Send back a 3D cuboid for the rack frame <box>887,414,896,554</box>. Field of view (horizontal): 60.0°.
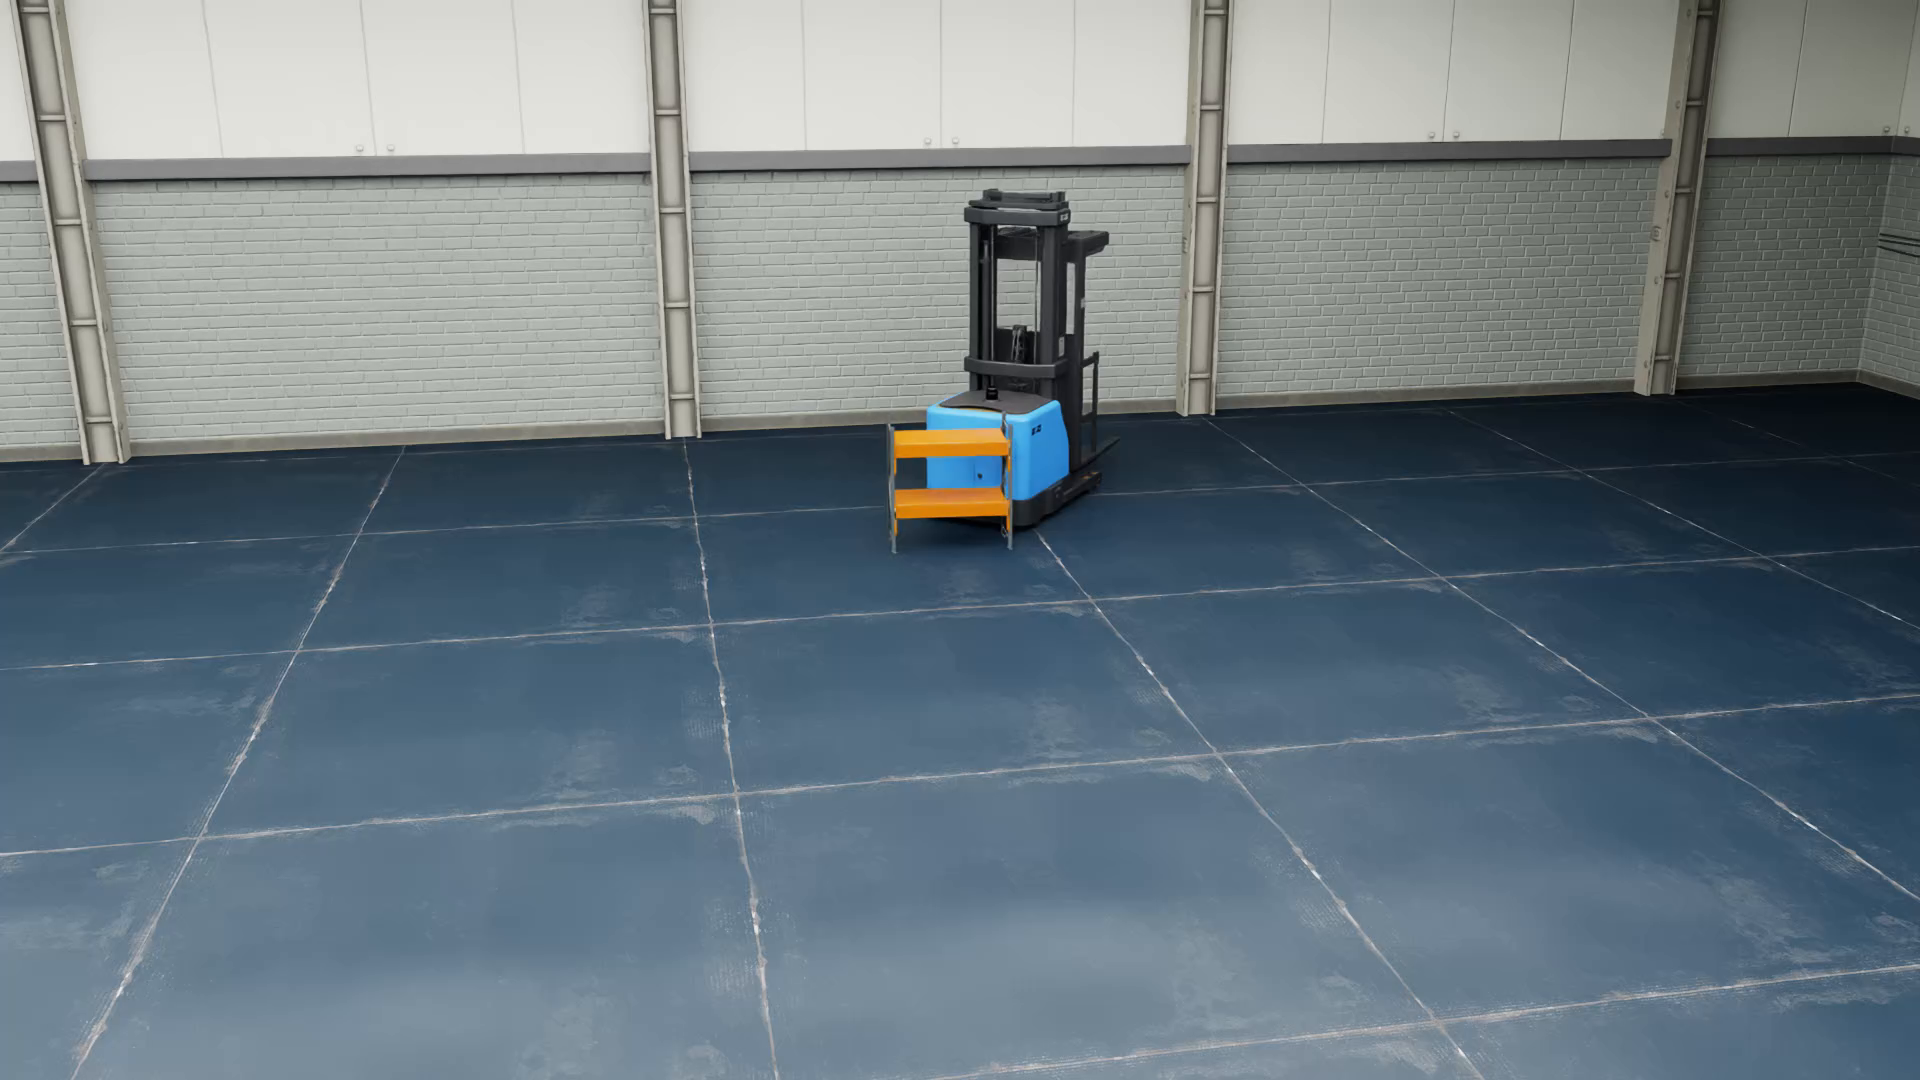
[{"bbox_3d":[-0.599,-0.489,14.489,0.032,1.125,0.500,-2,17,-6],"label":"rack frame"}]

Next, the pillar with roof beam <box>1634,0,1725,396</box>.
[{"bbox_3d":[9.498,-4.905,15.455,0.400,9.000,9.100,-3,17,-10],"label":"pillar with roof beam"}]

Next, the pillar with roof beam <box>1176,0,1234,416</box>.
[{"bbox_3d":[3.607,-4.571,14.367,0.400,9.000,9.100,-3,17,-10],"label":"pillar with roof beam"}]

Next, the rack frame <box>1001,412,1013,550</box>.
[{"bbox_3d":[0.412,-0.522,14.594,0.032,1.125,0.500,-2,17,-6],"label":"rack frame"}]

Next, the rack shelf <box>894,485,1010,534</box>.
[{"bbox_3d":[-0.094,-0.272,14.614,1.000,0.278,0.538,-2,17,-6],"label":"rack shelf"}]

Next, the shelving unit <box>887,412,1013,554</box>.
[{"bbox_3d":[-0.094,-0.505,14.542,1.048,1.125,0.538,-2,17,-6],"label":"shelving unit"}]

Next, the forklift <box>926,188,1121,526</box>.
[{"bbox_3d":[0.760,-1.914,16.052,1.130,2.935,3.031,8,19,24],"label":"forklift"}]

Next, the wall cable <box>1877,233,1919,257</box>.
[{"bbox_3d":[11.825,-4.445,19.245,0.112,2.526,3.097,-3,17,-10],"label":"wall cable"}]

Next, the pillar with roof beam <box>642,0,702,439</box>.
[{"bbox_3d":[-2.284,-4.237,13.279,0.400,9.000,9.100,-3,17,-10],"label":"pillar with roof beam"}]

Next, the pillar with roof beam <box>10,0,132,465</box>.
[{"bbox_3d":[-8.175,-3.902,12.191,0.400,9.000,9.100,-3,17,-10],"label":"pillar with roof beam"}]

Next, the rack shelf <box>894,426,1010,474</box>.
[{"bbox_3d":[-0.094,-0.785,14.456,1.000,0.278,0.538,-2,17,-6],"label":"rack shelf"}]
